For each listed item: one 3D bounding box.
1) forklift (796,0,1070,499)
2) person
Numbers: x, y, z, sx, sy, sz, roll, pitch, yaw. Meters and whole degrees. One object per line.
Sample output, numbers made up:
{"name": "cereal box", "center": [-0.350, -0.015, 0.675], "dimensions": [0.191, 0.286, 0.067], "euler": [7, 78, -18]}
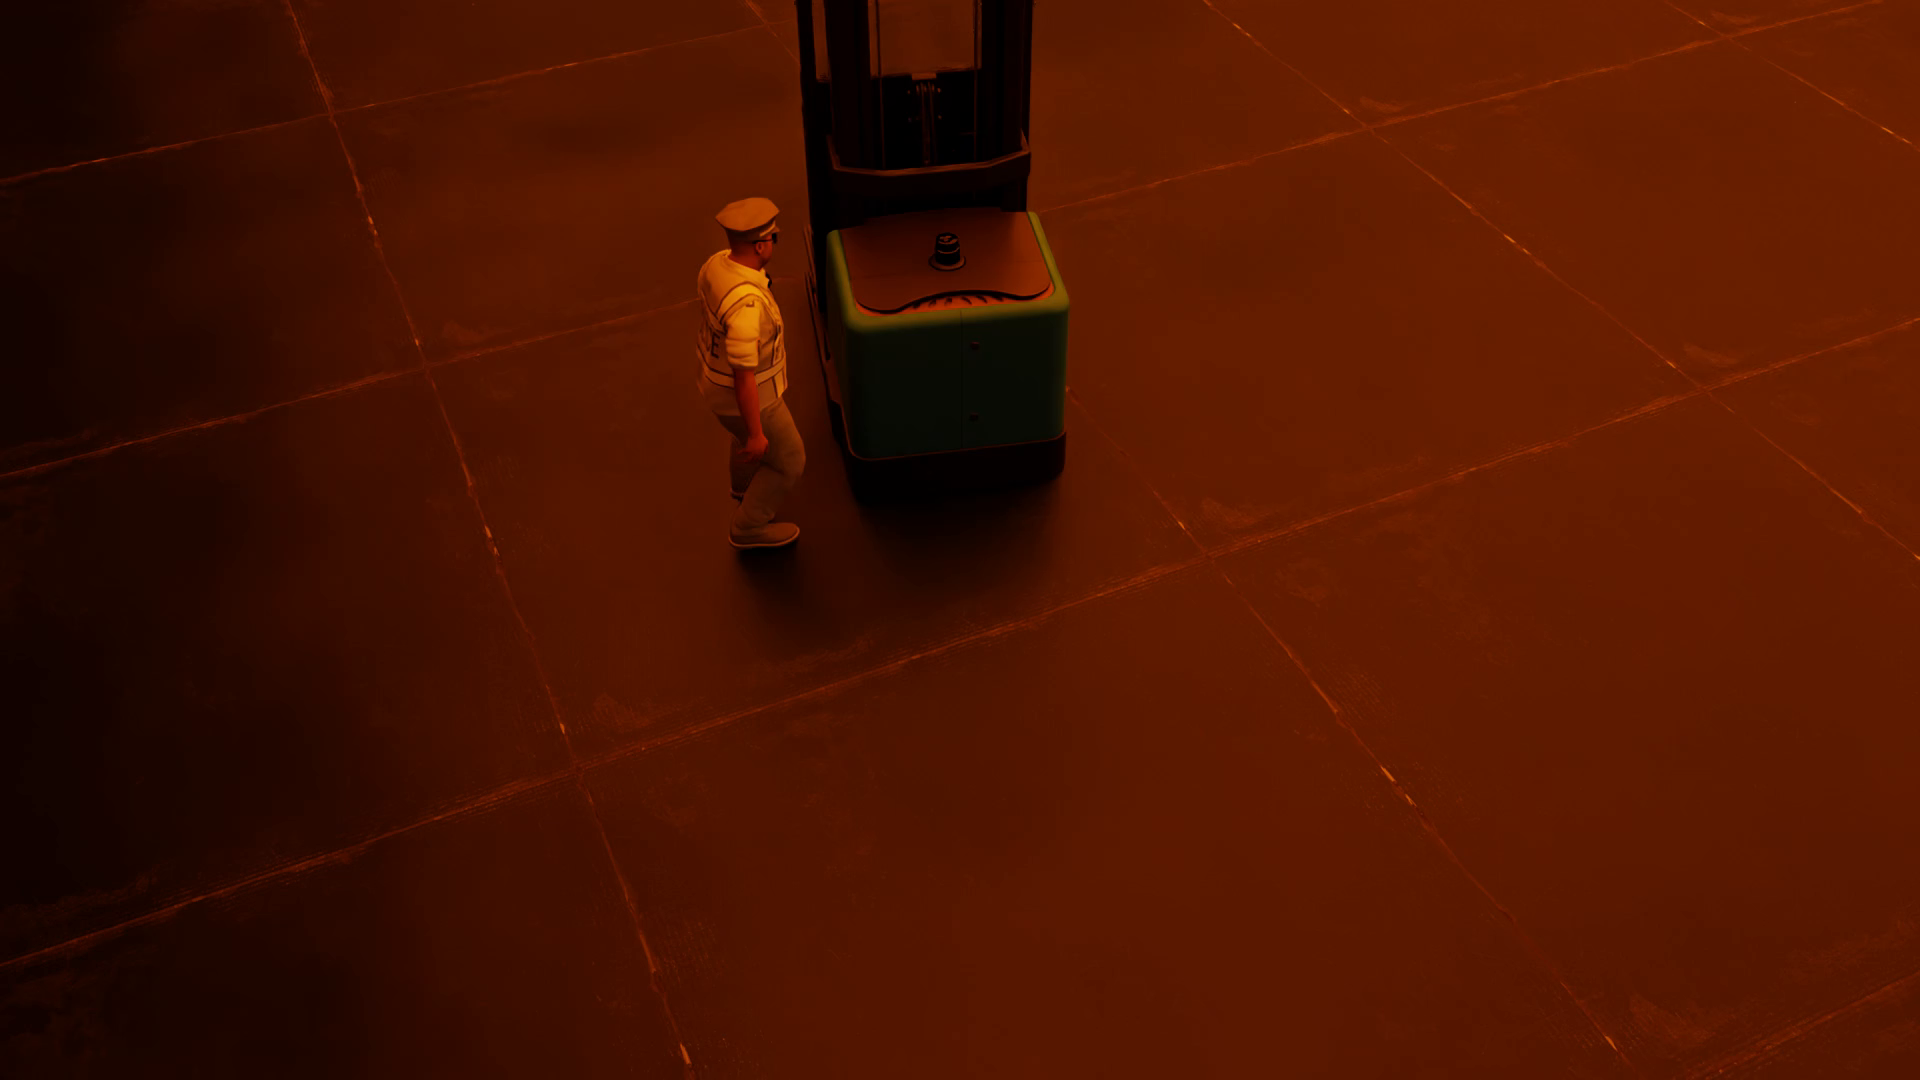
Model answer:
{"name": "forklift", "center": [-0.249, -2.283, 8.126], "dimensions": [1.130, 2.935, 3.031], "euler": [-7, 43, -7]}
{"name": "person", "center": [-0.944, -0.705, 7.325], "dimensions": [0.423, 1.717, 0.861], "euler": [-15, 45, -16]}
